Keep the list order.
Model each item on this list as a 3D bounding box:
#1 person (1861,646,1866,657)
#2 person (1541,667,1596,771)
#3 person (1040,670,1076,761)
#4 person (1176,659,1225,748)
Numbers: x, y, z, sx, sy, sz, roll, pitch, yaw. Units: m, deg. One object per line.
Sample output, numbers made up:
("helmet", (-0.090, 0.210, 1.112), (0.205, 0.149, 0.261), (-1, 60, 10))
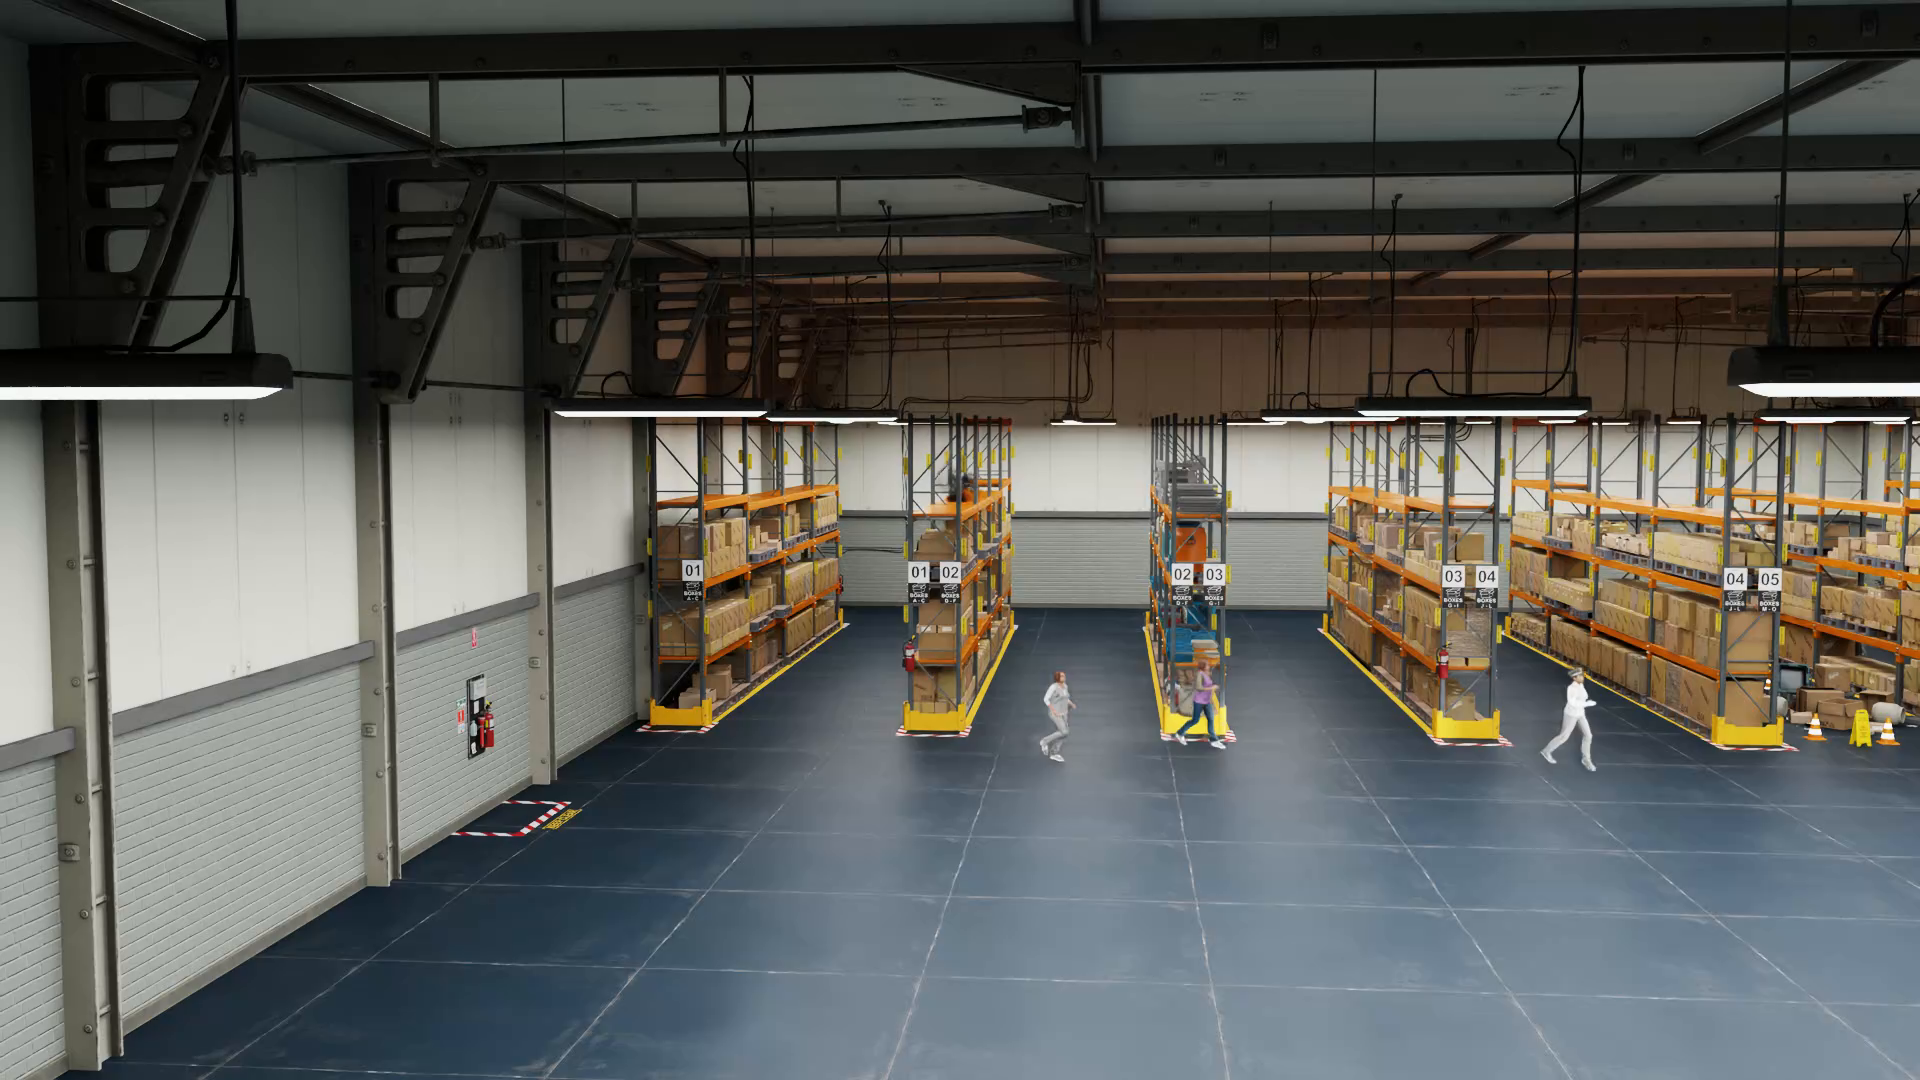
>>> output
("person", (22.166, 2.104, 41.000), (0.581, 1.676, 0.932), (0, 4, 0))
("person", (10.307, 2.993, 28.052), (0.883, 1.736, 0.623), (4, 5, 45))
("person", (1.710, 3.021, 28.669), (0.562, 1.570, 0.527), (3, 5, 37))
("person", (4.294, 2.893, 29.582), (0.917, 1.580, 0.555), (3, 5, 33))
